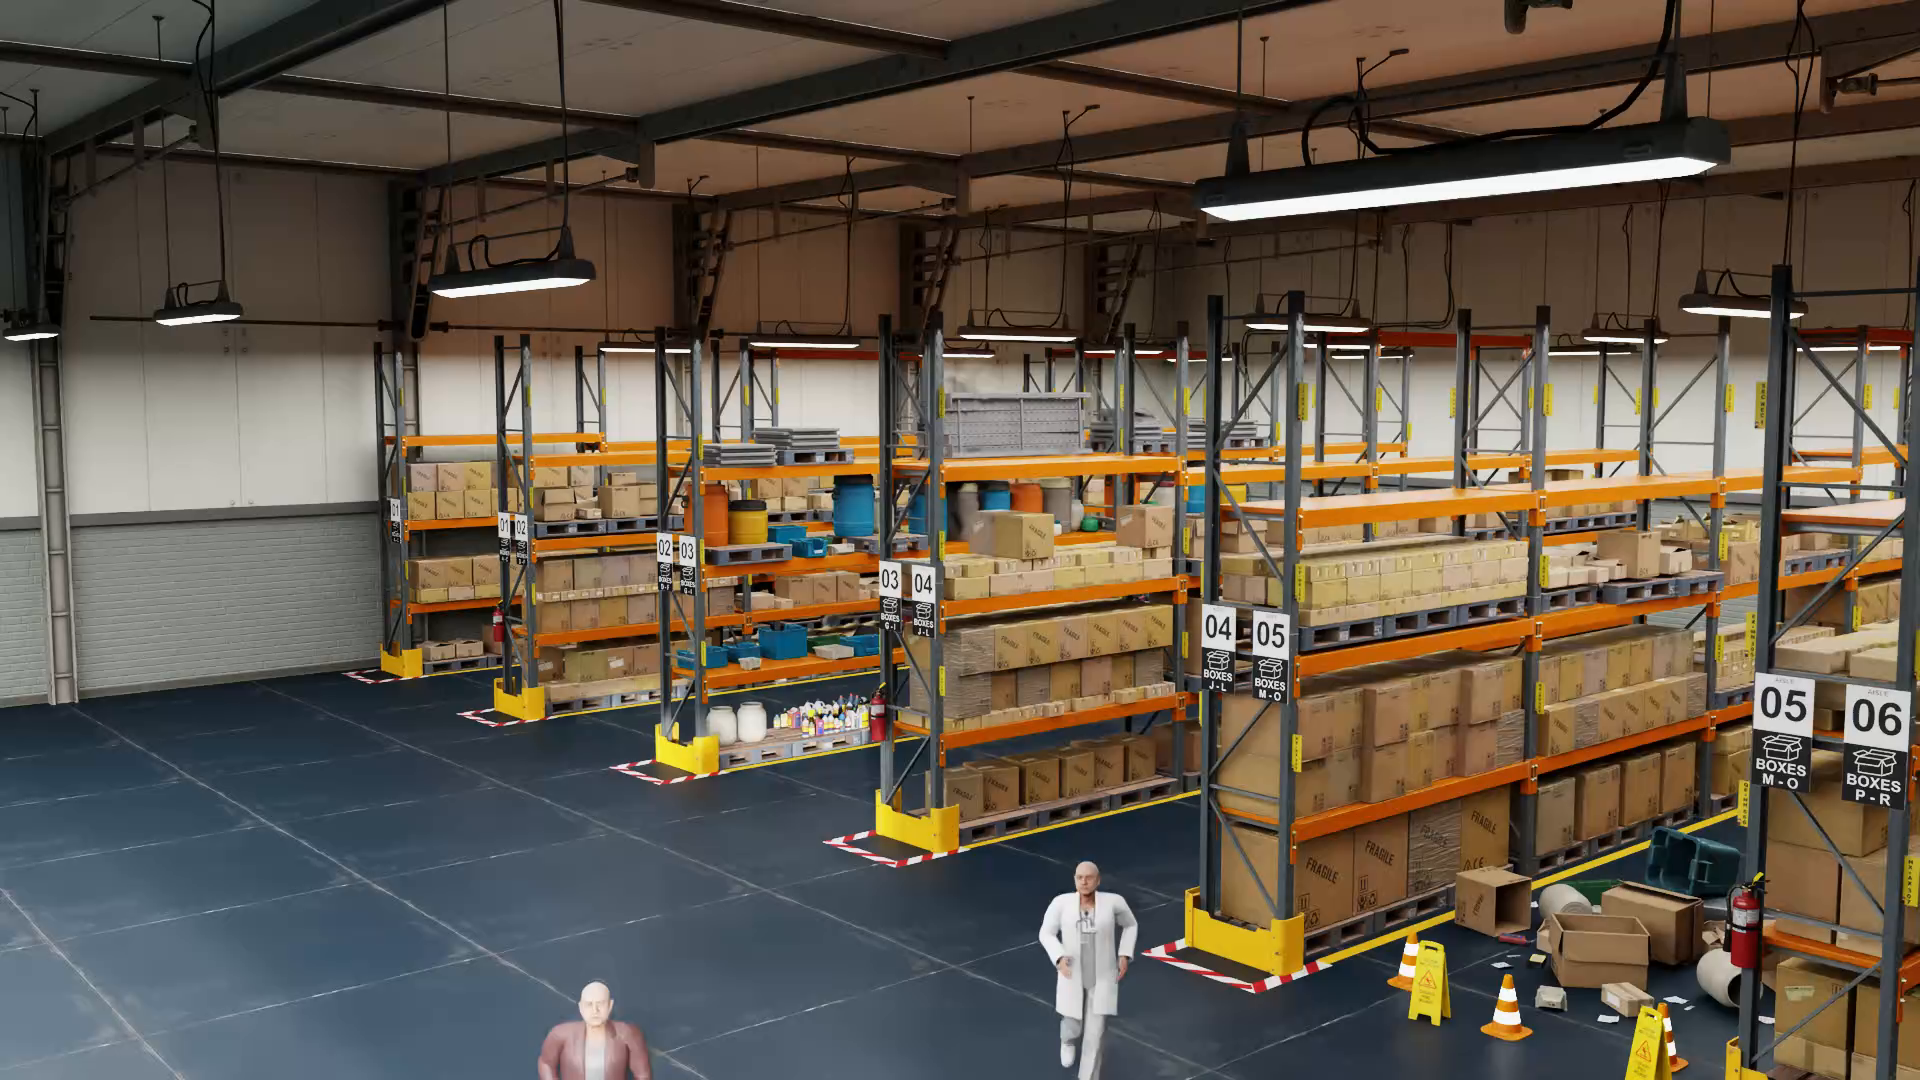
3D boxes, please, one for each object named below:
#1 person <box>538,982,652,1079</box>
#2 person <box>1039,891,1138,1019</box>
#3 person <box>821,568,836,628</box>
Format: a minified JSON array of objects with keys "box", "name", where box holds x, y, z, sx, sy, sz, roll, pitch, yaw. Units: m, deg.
[{"box":[-2.130,3.399,9.716,0.659,1.652,0.632,-1,5,-12],"name":"person"},{"box":[0.927,2.982,12.022,0.718,0.931,0.440,1,5,6],"name":"person"},{"box":[-2.555,1.305,32.306,0.705,1.565,0.590,-5,7,-43],"name":"person"}]
